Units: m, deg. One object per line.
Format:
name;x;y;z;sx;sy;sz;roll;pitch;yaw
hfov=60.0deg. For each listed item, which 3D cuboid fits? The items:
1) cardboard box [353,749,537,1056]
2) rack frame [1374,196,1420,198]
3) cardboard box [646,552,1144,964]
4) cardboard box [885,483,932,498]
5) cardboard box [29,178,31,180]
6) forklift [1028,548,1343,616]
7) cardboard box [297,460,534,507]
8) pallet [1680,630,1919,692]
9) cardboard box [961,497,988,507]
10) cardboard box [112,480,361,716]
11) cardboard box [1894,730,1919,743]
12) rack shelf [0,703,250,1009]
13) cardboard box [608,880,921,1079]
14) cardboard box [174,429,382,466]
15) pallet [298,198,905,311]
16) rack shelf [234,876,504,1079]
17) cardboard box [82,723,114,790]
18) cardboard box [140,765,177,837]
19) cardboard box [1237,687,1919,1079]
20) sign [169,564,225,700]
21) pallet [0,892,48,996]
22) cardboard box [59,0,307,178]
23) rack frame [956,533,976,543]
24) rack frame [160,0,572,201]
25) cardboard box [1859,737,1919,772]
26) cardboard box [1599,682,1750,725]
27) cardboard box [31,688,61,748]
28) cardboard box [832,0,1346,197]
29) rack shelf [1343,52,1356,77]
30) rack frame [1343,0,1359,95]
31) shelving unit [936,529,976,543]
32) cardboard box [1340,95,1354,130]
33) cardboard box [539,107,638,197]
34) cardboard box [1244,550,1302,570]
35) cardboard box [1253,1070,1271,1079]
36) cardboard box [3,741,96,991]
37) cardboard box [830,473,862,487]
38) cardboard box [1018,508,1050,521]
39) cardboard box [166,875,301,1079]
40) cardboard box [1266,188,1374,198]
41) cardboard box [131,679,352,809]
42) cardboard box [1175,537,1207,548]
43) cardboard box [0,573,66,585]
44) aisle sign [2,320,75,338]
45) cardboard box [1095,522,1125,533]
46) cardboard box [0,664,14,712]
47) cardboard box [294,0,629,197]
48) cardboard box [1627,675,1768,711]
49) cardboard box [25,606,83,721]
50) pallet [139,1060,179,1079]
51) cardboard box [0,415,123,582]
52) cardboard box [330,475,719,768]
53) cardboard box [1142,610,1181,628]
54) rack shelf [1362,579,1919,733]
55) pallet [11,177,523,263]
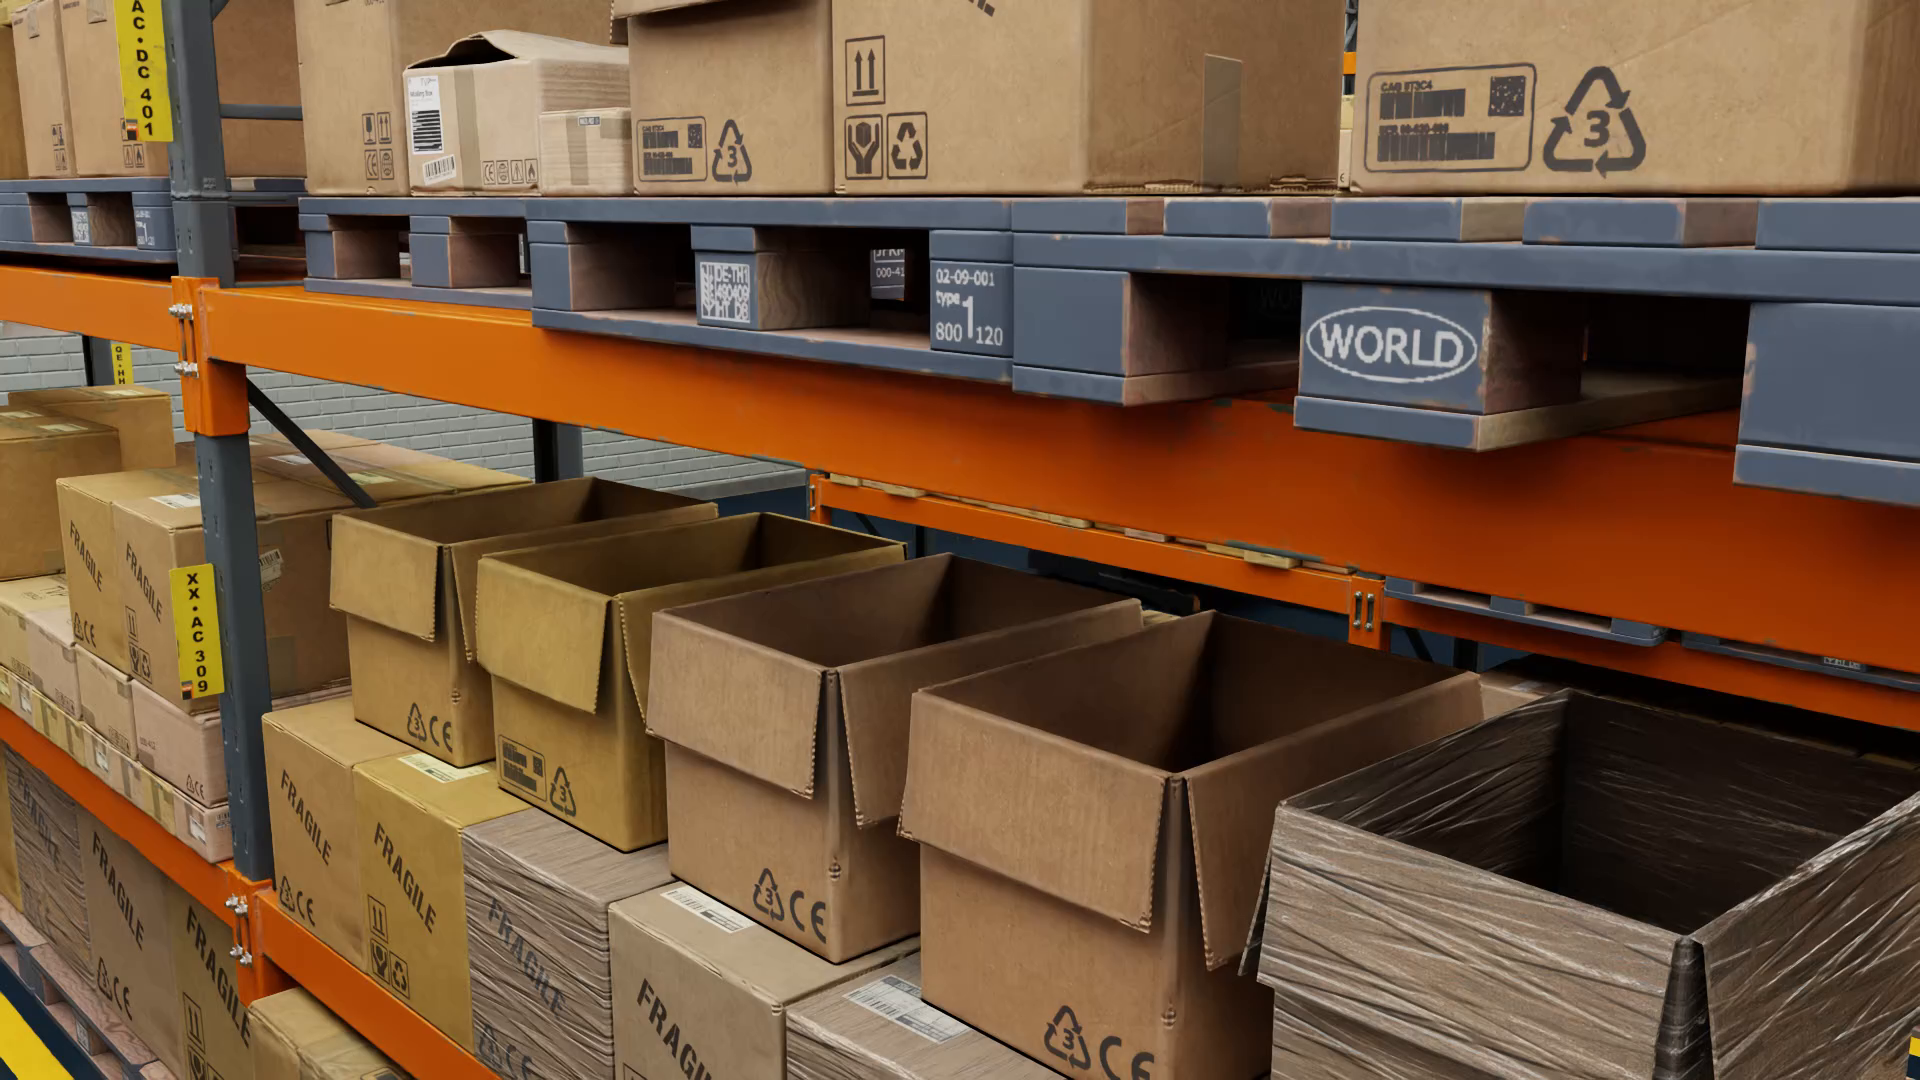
cardboard box;-0.973;0.735;3.661;0.500;0.500;0.500;-11;16;-42
rack frame;2.200;-3.006;7.200;1.000;3.000;0.127;-11;16;-43
cardboard box;-0.104;0.351;3.040;0.797;0.503;0.637;-10;15;-41
cardboard box;-0.223;-0.357;9.834;0.250;0.149;0.380;11;16;44
cardboard box;-2.668;-1.445;5.521;0.700;0.500;0.500;-10;15;-40
forklift;1.885;-0.992;12.461;1.130;2.935;3.031;-10;15;-39
cardboard box;-1.603;0.064;4.944;0.500;0.500;0.500;-11;16;-43
pallet;3.566;0.327;6.366;1.003;0.211;1.213;-11;16;-43
cardboard box;0.225;-0.295;9.534;0.380;0.149;0.250;-11;16;-43
cardboard box;-1.968;0.140;4.576;0.500;0.500;0.500;-10;15;-41
cardboard box;3.978;0.885;6.477;0.500;0.250;0.500;-11;16;-42
rack shelf;-2.838;0.669;6.011;1.077;0.370;4.000;-11;16;-43
cardboard box;-0.267;0.883;2.944;0.500;0.500;0.500;-10;16;-41
cardboard box;-2.300;-0.084;5.663;0.500;0.500;0.500;11;16;43
pallet;-0.788;-0.640;3.623;1.217;0.209;0.805;11;16;43
rack shelf;-0.076;1.253;3.178;1.077;0.370;4.000;-11;16;-43
cardboard box;-2.437;0.621;5.088;0.380;0.149;0.250;-11;16;-42
cardboard box;-2.083;0.696;4.724;0.380;0.149;0.250;-10;16;-41
cardboard box;0.812;0.543;2.106;0.797;0.503;0.637;-10;15;-41
sign;-1.858;0.224;4.050;0.100;0.325;0.005;-11;16;-43
pallet;-3.611;1.497;7.123;1.003;0.211;1.213;-11;16;-43
cardboard box;-2.041;-1.270;4.670;0.500;0.500;0.700;11;16;42
rack frame;0.054;-0.576;14.735;0.240;1.200;0.015;-11;16;-43
rack frame;-1.457;-2.329;3.917;1.000;3.000;0.127;-11;16;-43
cardboard box;3.604;0.956;6.134;0.500;0.250;0.500;-10;16;-41
cardboard box;2.889;0.806;6.862;0.500;0.250;0.500;-10;16;-41
cardboard box;-2.792;0.546;5.452;0.380;0.149;0.250;-11;16;-43
cardboard box;0.172;-0.724;2.269;0.500;0.500;0.500;-10;15;-40
rack shelf;4.329;-3.454;12.149;1.077;0.370;4.000;-11;16;-43
rack frame;2.948;-4.294;13.453;1.000;3.000;0.127;-11;16;-43
shelving unit;-0.114;-0.612;14.908;0.258;1.200;0.503;-11;16;-43
cardboard box;1.786;-1.911;7.463;0.250;0.149;0.380;11;16;43
cardboard box;-0.537;-0.705;3.046;0.250;0.149;0.380;11;16;43
cardboard box;1.577;0.024;7.983;0.250;0.149;0.380;11;16;44
cardboard box;0.445;1.033;2.218;0.500;0.500;0.500;-11;16;-43
cardboard box;-3.091;1.075;6.484;0.875;0.875;0.875;-11;16;-43
cardboard box;-0.576;-0.435;10.213;0.380;0.149;0.250;-11;16;-43
cardboard box;0.538;-0.215;9.142;0.380;0.149;0.250;-10;15;-41
cardboard box;-1.855;1.336;5.216;0.875;0.875;0.875;-11;16;-43
cardboard box;1.666;-1.497;7.683;0.500;0.250;0.500;-10;16;-41
cardboard box;-1.952;0.509;4.642;0.500;0.250;0.500;-11;16;-44
cardboard box;1.307;-0.070;8.442;0.250;0.149;0.380;11;16;44
cardboard box;-3.375;0.209;6.096;0.500;0.250;0.500;11;16;43
aisle sign;-4.052;-1.300;7.347;0.394;0.787;0.004;-11;16;-43
cardboard box;0.929;-0.144;8.801;0.380;0.149;0.250;-11;16;-43
cardboard box;-3.150;0.470;5.817;0.250;0.149;0.380;11;16;44
cardboard box;-1.049;-1.032;3.763;0.700;0.500;0.500;-10;16;-41
cardboard box;3.242;0.734;7.210;0.500;0.250;0.500;-10;15;-40
cardboard box;-2.664;0.359;5.369;0.500;0.250;0.500;-10;16;-41
pallet;-1.926;1.853;5.395;1.003;0.211;1.213;-11;16;-43
cardboard box;-3.376;-0.159;6.025;0.500;0.500;0.500;11;16;44
cardboard box;-1.010;0.161;3.964;0.637;0.503;0.797;11;16;44
cardboard box;1.051;0.521;9.499;0.380;0.149;0.250;-11;16;-42
rack shelf;3.581;0.577;6.461;1.077;0.370;4.000;-11;16;-43
pallet;-2.015;-0.938;4.815;1.003;0.211;1.213;-11;16;-43
